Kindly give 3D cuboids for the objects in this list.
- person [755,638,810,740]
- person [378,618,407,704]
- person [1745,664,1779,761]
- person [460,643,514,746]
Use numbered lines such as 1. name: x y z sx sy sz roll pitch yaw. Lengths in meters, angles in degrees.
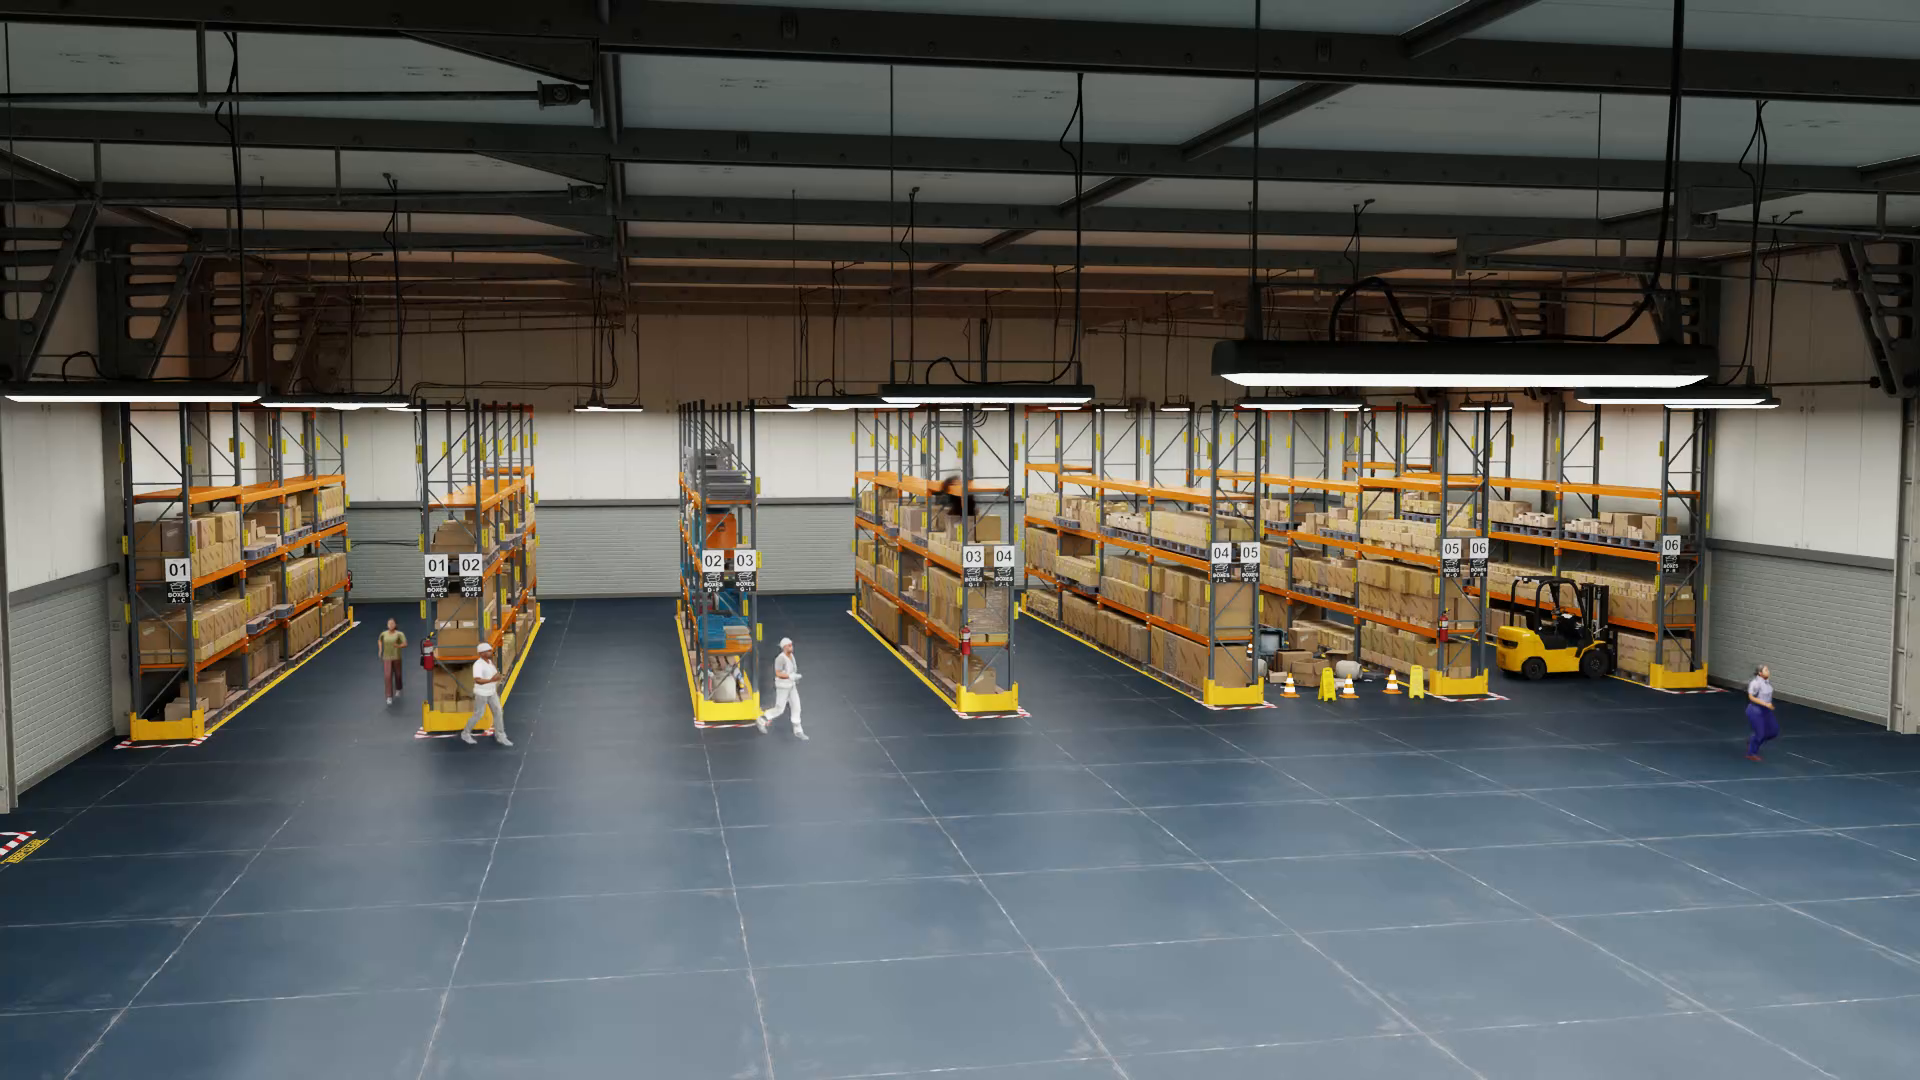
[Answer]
1. person: -3.118 2.616 29.343 0.990 1.794 0.669 2 5 22
2. person: -11.275 2.371 33.032 0.558 1.655 0.969 -1 4 -14
3. person: 13.242 2.861 27.456 0.609 1.590 0.516 -4 6 -40
4. person: -8.156 2.656 28.572 0.905 1.788 0.697 1 4 14
